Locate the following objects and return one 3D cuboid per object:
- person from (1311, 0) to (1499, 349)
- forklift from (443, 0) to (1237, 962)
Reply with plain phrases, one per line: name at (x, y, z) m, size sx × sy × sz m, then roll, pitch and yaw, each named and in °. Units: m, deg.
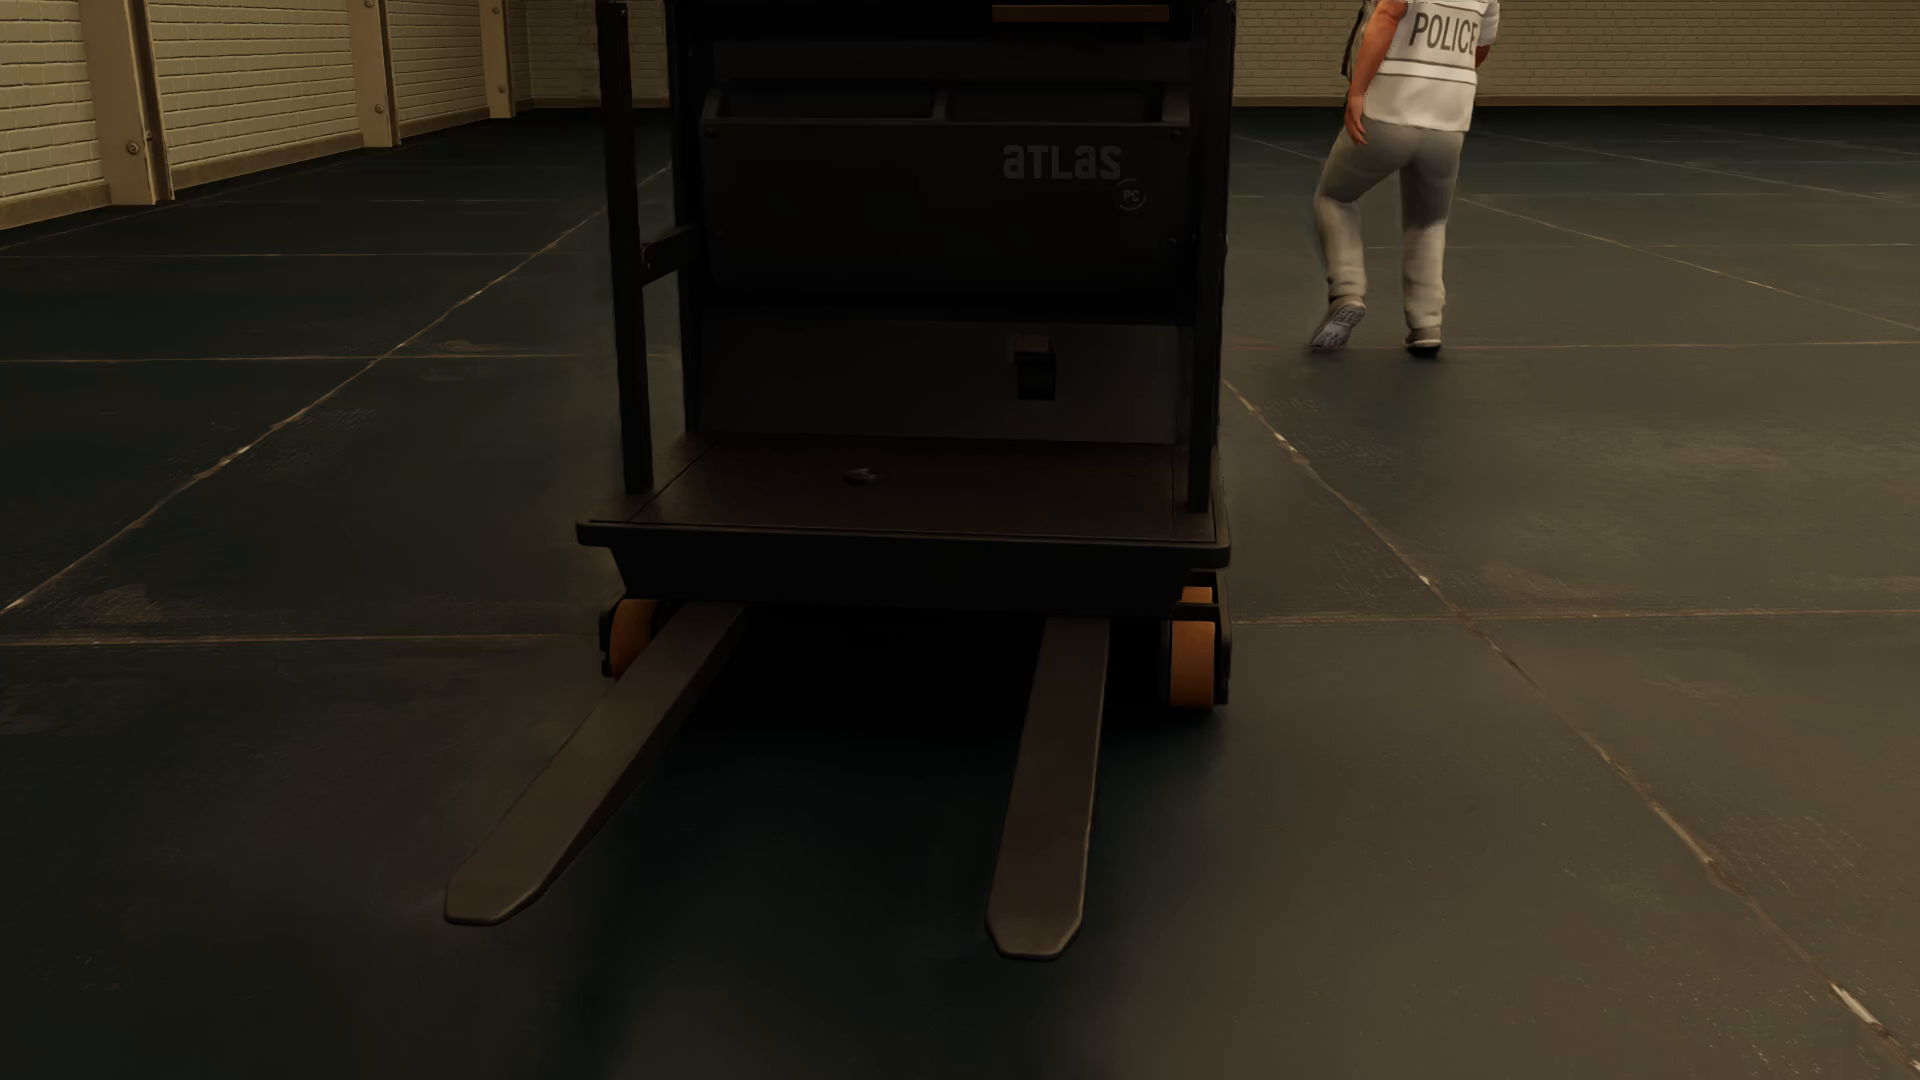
person at (1.609, -1.499, 6.032) m, size 0.723 × 1.711 × 0.732 m, roll -3°, pitch 17°, yaw -11°
forklift at (-0.052, -1.204, 2.845) m, size 1.130 × 2.935 × 3.031 m, roll 2°, pitch 17°, yaw 6°
